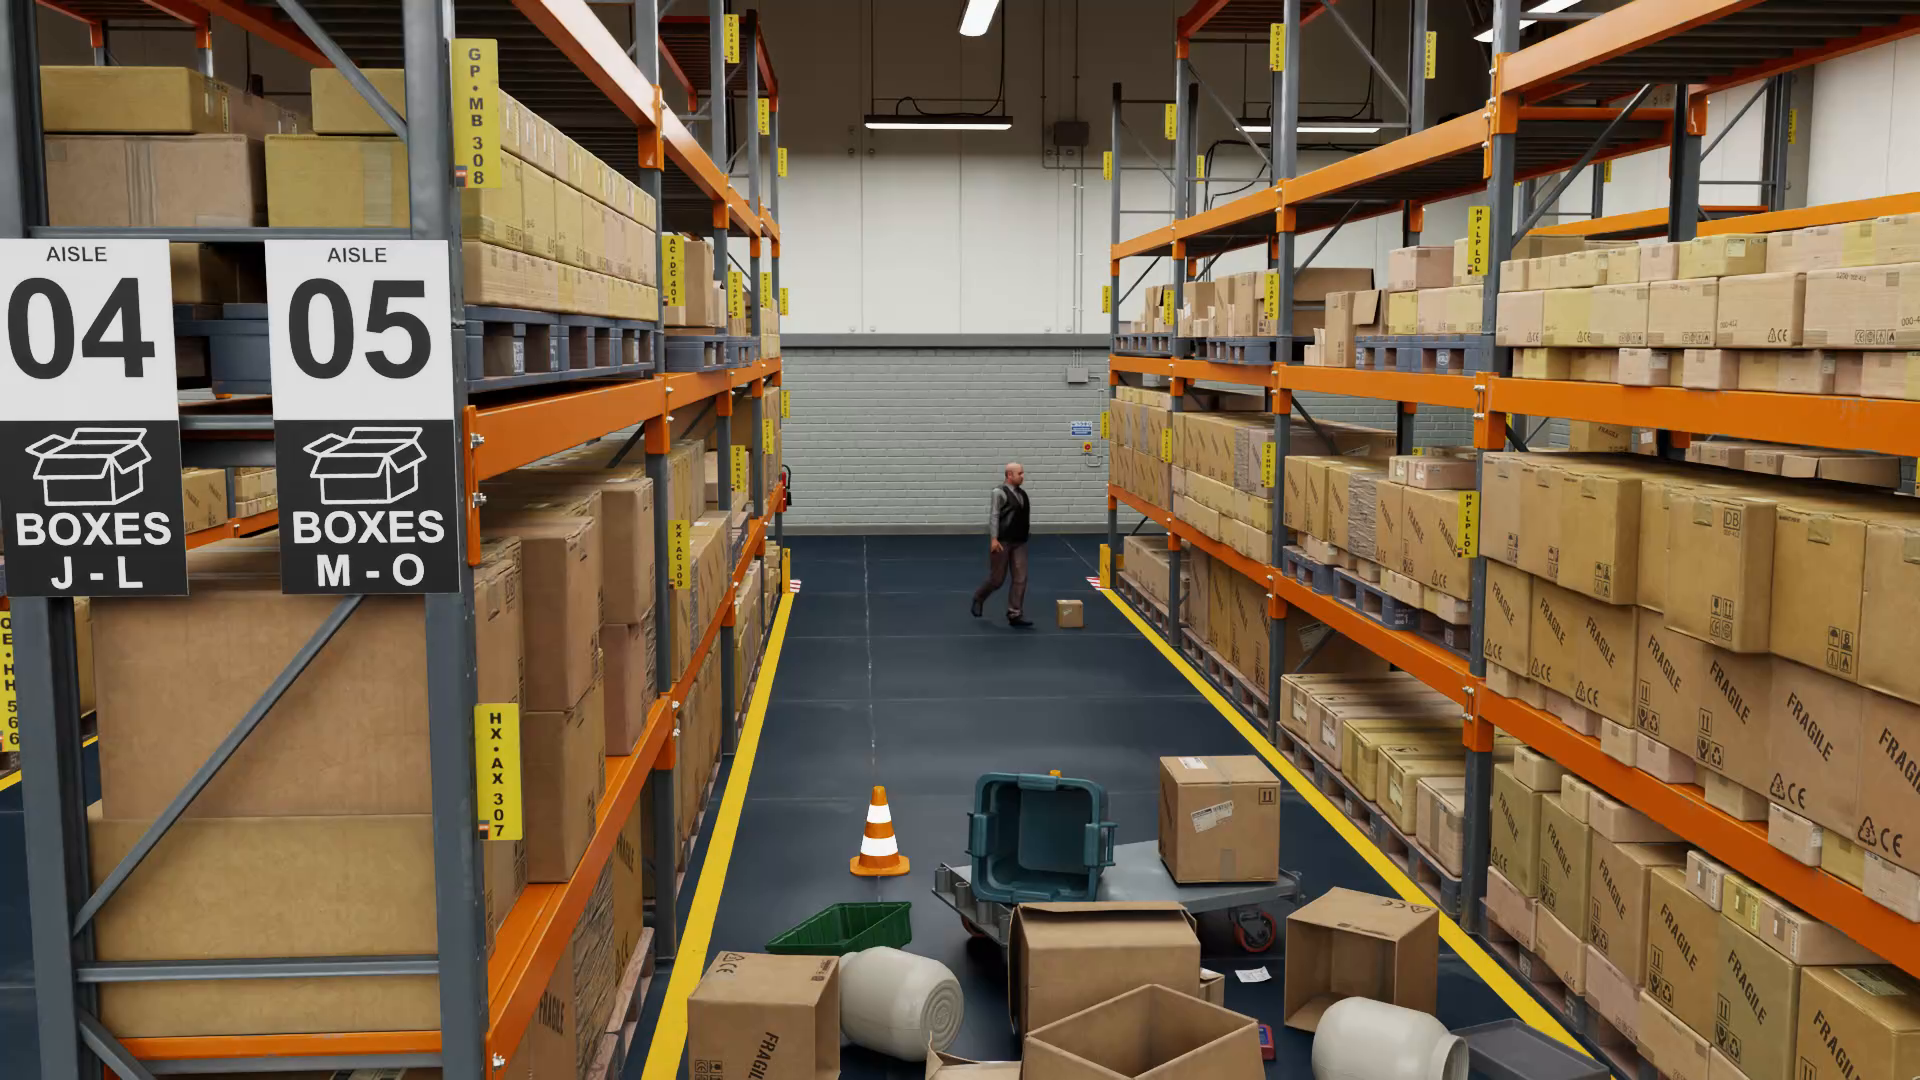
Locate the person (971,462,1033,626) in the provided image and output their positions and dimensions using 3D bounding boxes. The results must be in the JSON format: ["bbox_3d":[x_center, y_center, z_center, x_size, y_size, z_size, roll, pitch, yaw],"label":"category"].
[{"bbox_3d":[0.478,0.037,17.531,0.602,1.710,0.821,-6,9,-42],"label":"person"}]
